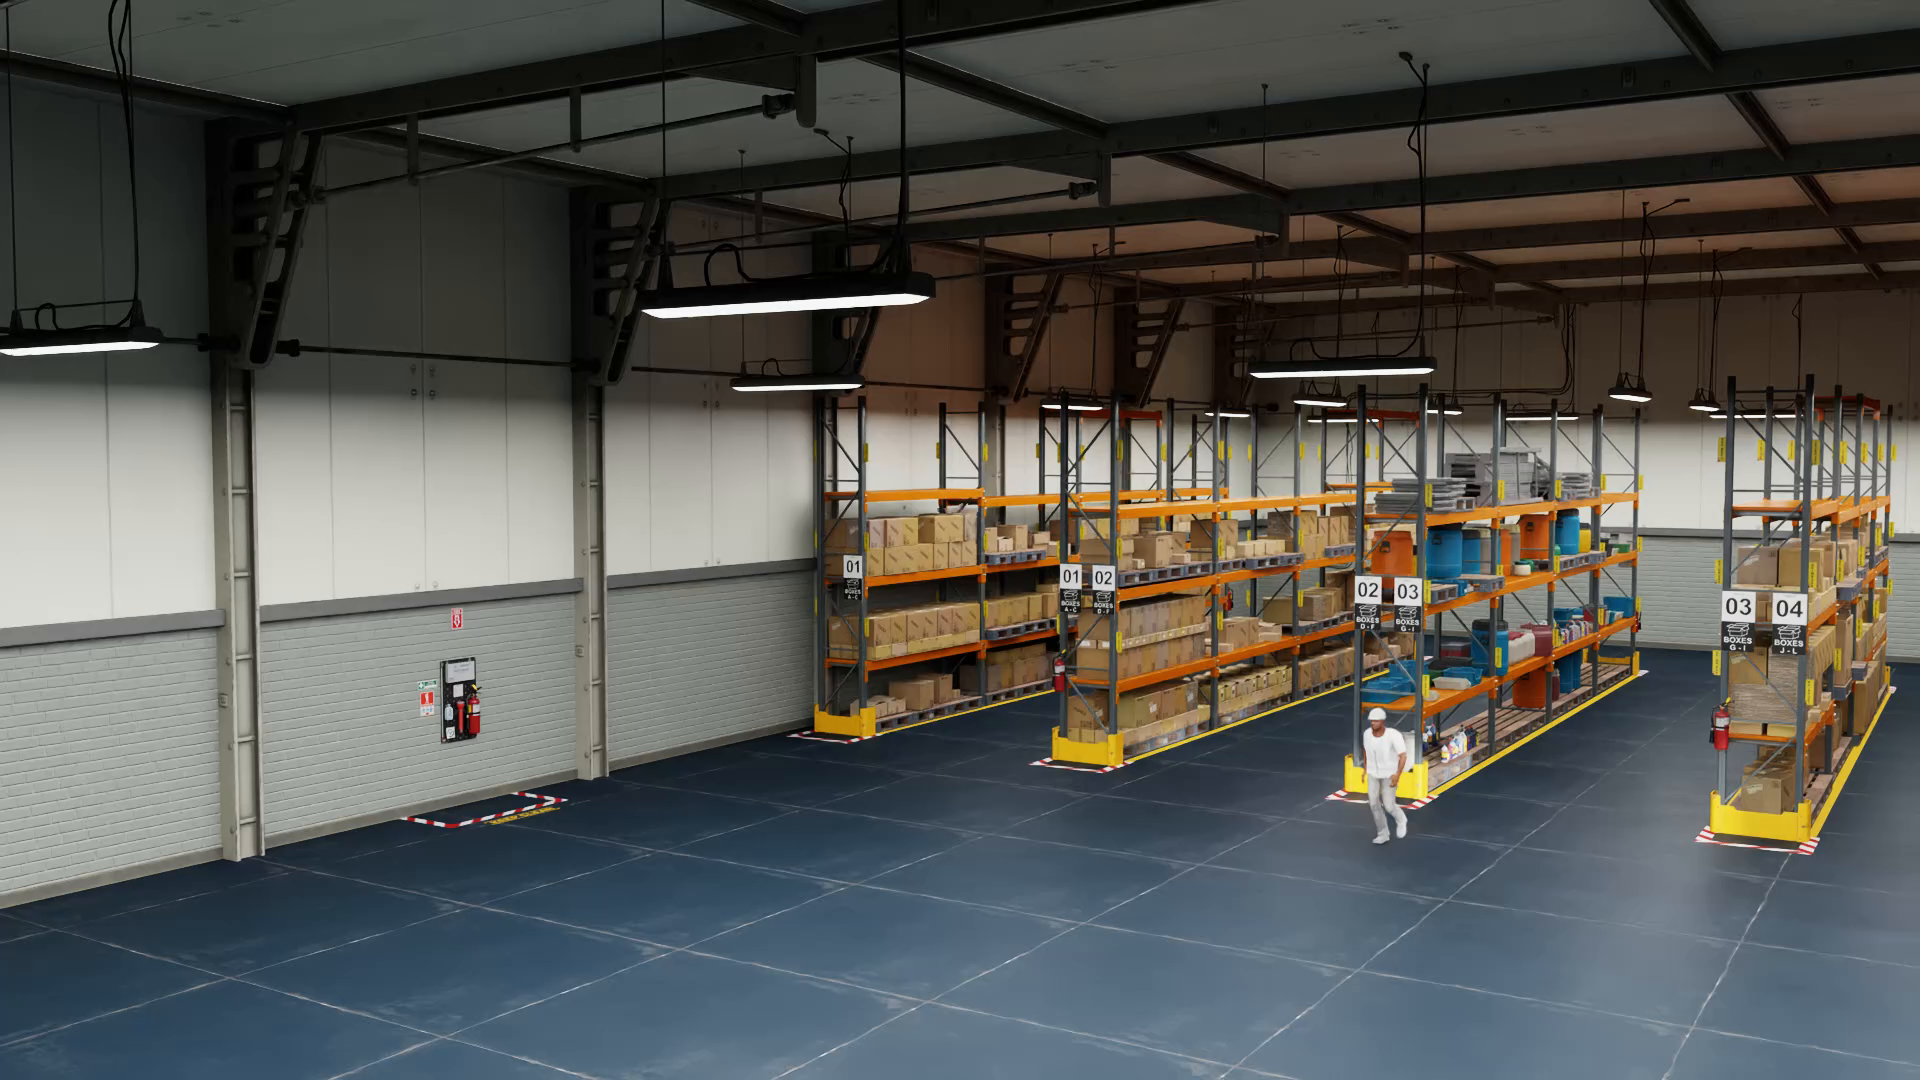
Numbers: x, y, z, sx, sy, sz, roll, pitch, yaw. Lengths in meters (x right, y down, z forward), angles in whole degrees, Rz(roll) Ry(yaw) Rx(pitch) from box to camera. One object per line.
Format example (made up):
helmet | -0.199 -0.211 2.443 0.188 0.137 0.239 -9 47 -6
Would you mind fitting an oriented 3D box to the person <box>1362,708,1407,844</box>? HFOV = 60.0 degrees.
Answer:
person | 5.477 3.012 21.391 0.636 1.739 0.678 3 4 43
